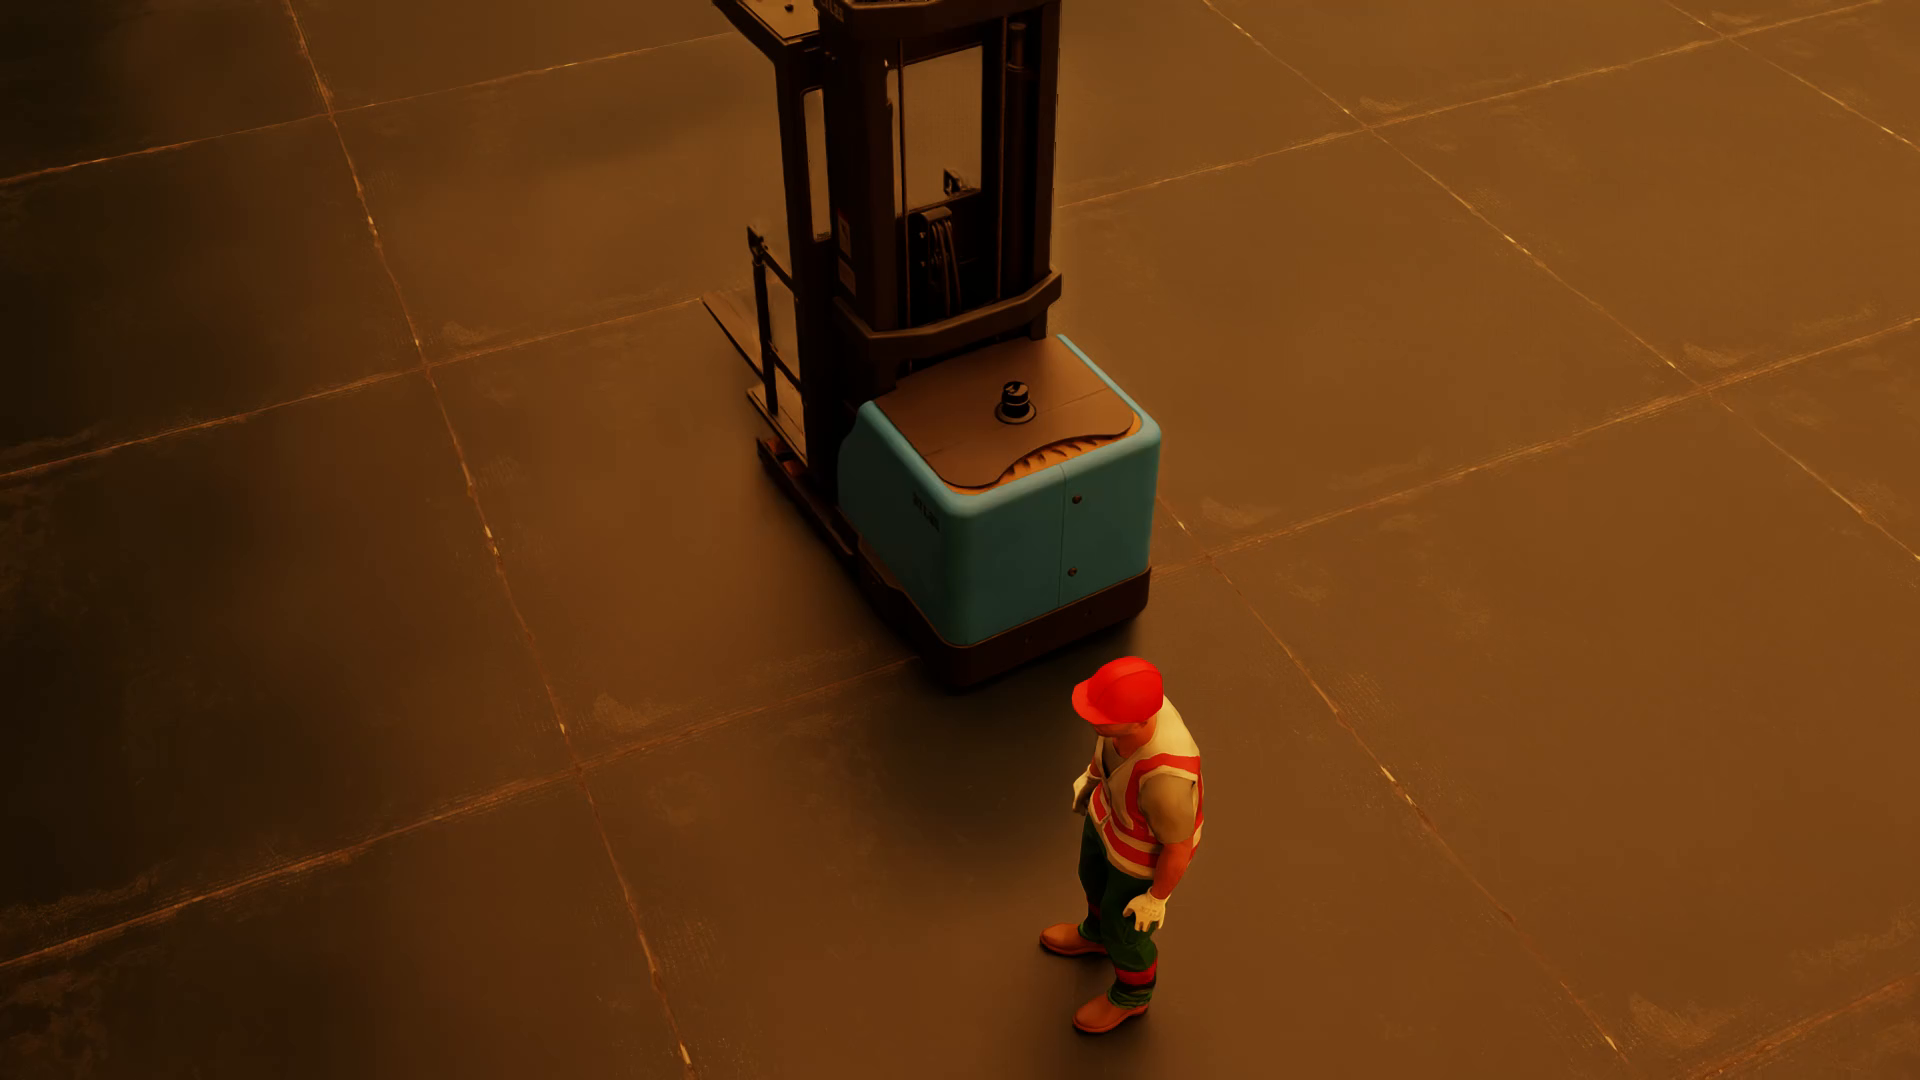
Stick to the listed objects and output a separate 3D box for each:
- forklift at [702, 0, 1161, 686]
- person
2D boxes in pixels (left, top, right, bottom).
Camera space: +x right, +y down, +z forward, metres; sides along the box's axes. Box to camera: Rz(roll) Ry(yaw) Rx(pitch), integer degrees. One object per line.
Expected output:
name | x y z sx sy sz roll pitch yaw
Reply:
forklift | -0.336 -1.443 7.227 1.130 2.935 3.031 -22 47 -22
person | 0.538 0.986 5.472 0.453 1.778 0.615 -12 44 -13
